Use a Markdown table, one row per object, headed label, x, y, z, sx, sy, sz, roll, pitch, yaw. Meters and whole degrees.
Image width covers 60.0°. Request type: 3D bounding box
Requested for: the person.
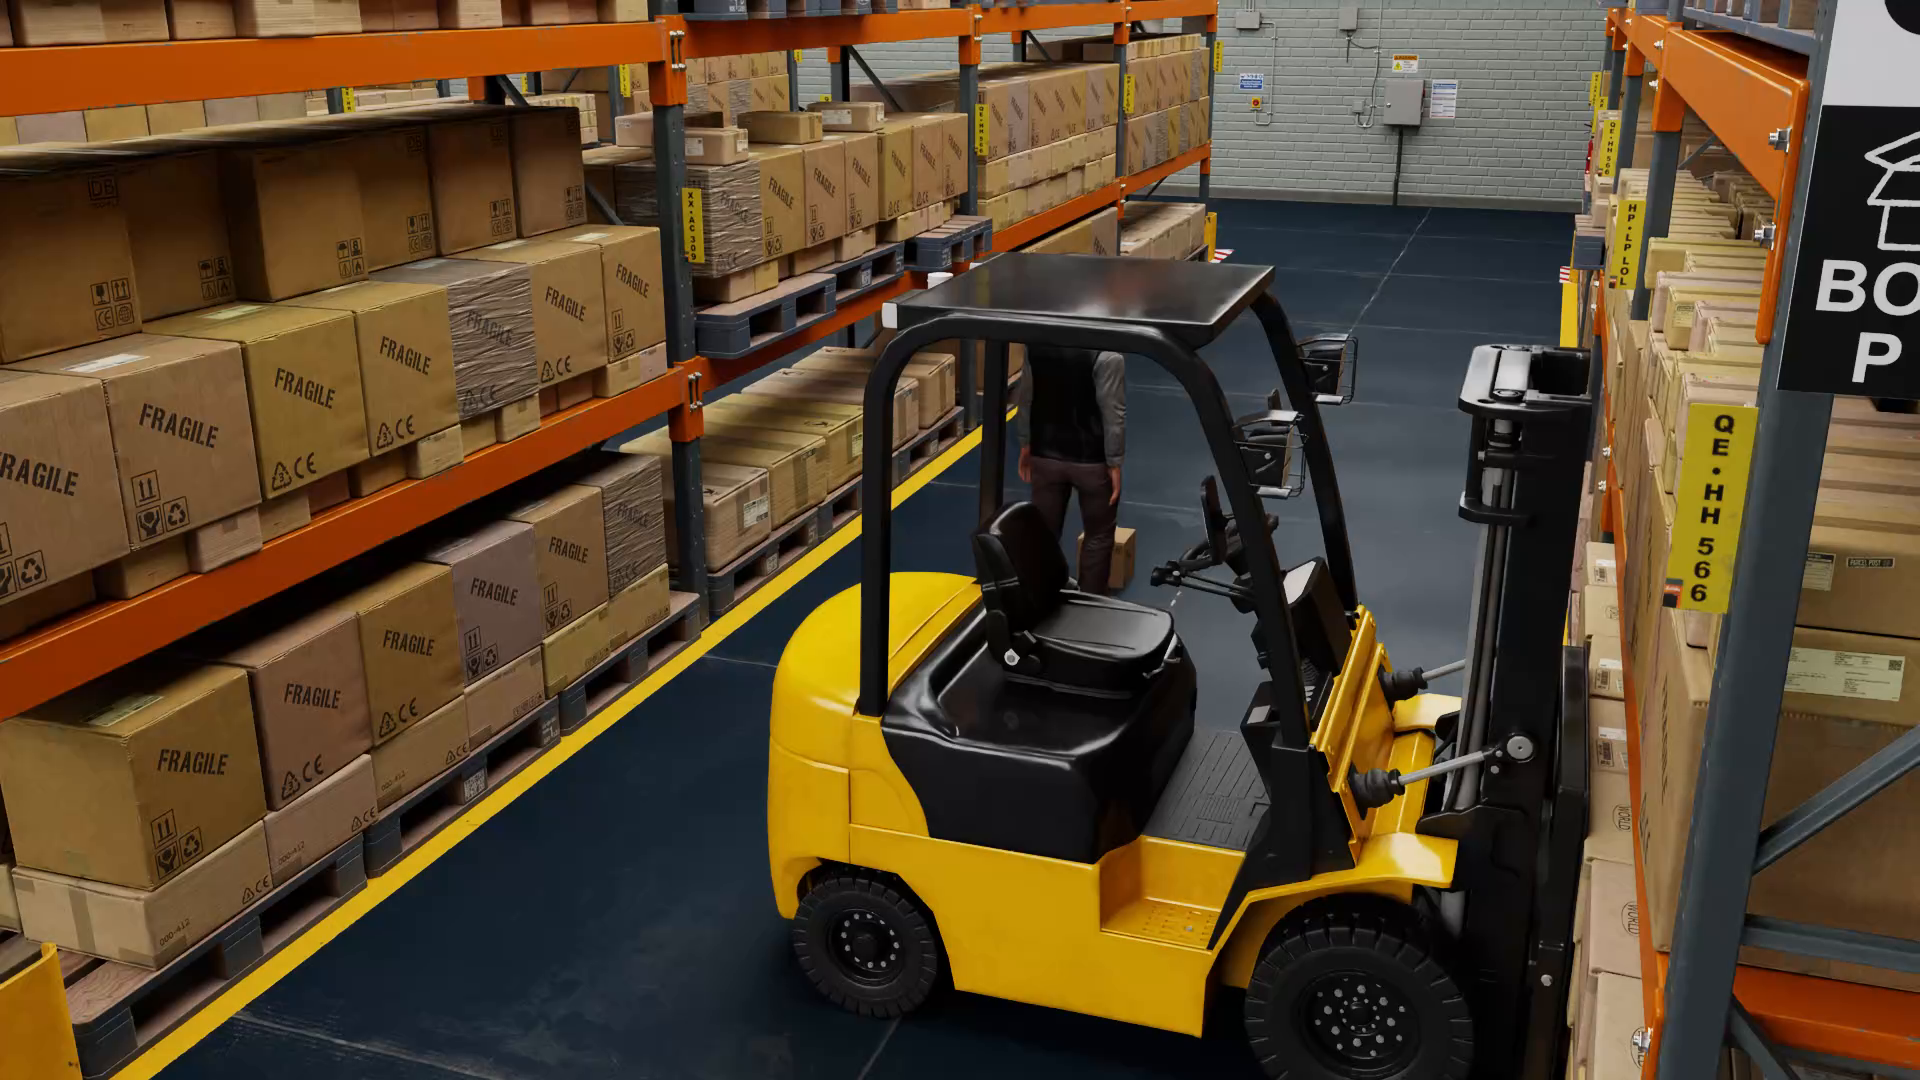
| label | x | y | z | sx | sy | sz | roll | pitch | yaw |
| --- | --- | --- | --- | --- | --- | --- | --- | --- | --- |
| person | 0.518 | -0.363 | 7.666 | 0.568 | 1.708 | 0.759 | 10 | 21 | 28 |
